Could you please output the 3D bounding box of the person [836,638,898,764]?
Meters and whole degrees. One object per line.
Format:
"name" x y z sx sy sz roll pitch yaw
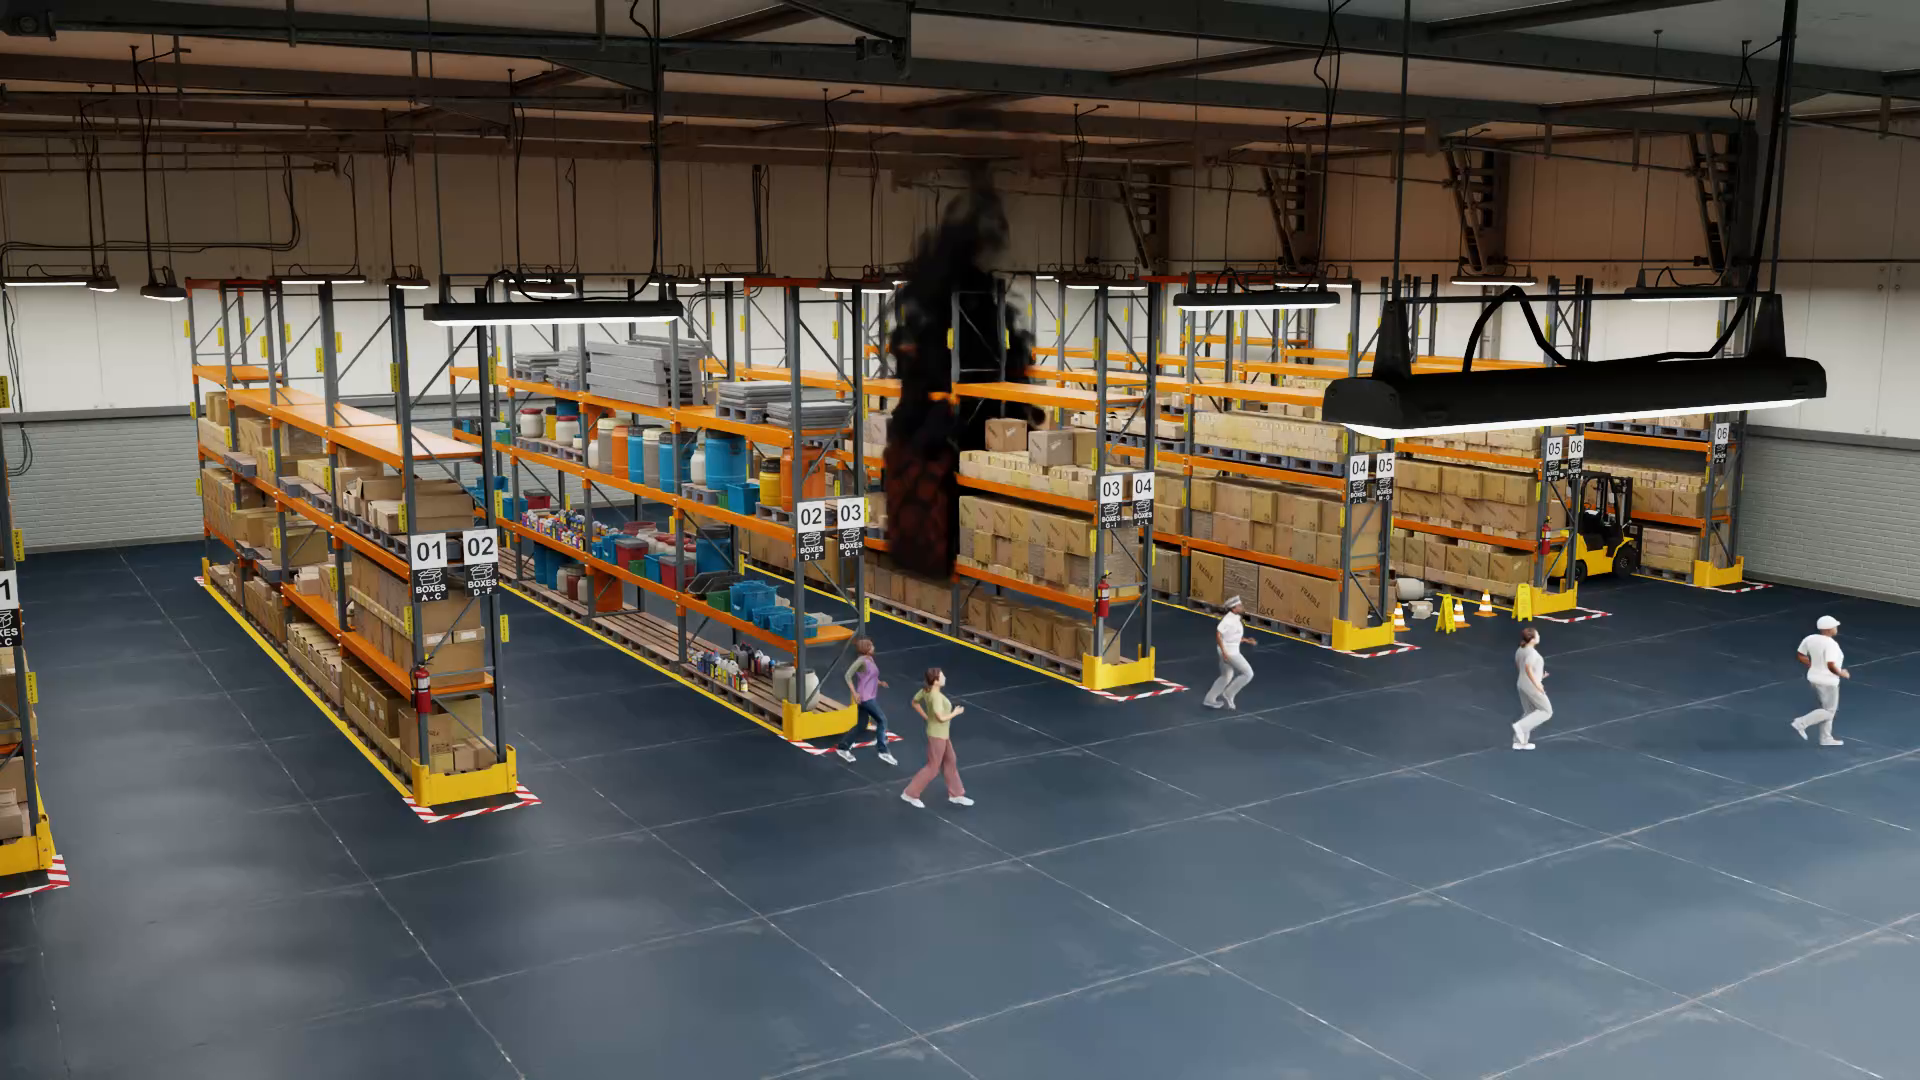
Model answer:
"person" -1.176 2.036 21.106 0.782 1.587 0.533 0 10 2

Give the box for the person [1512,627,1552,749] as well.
"person" 7.441 1.931 21.643 0.557 1.627 0.559 -2 10 -9

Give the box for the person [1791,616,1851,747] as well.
"person" 11.250 1.850 21.764 0.768 1.743 0.697 -1 10 -5

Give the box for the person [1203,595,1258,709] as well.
"person" 3.841 1.581 23.566 0.744 1.631 0.505 1 10 8

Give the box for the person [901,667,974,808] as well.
"person" -0.260 2.287 19.197 0.881 1.682 0.570 -2 10 -11
